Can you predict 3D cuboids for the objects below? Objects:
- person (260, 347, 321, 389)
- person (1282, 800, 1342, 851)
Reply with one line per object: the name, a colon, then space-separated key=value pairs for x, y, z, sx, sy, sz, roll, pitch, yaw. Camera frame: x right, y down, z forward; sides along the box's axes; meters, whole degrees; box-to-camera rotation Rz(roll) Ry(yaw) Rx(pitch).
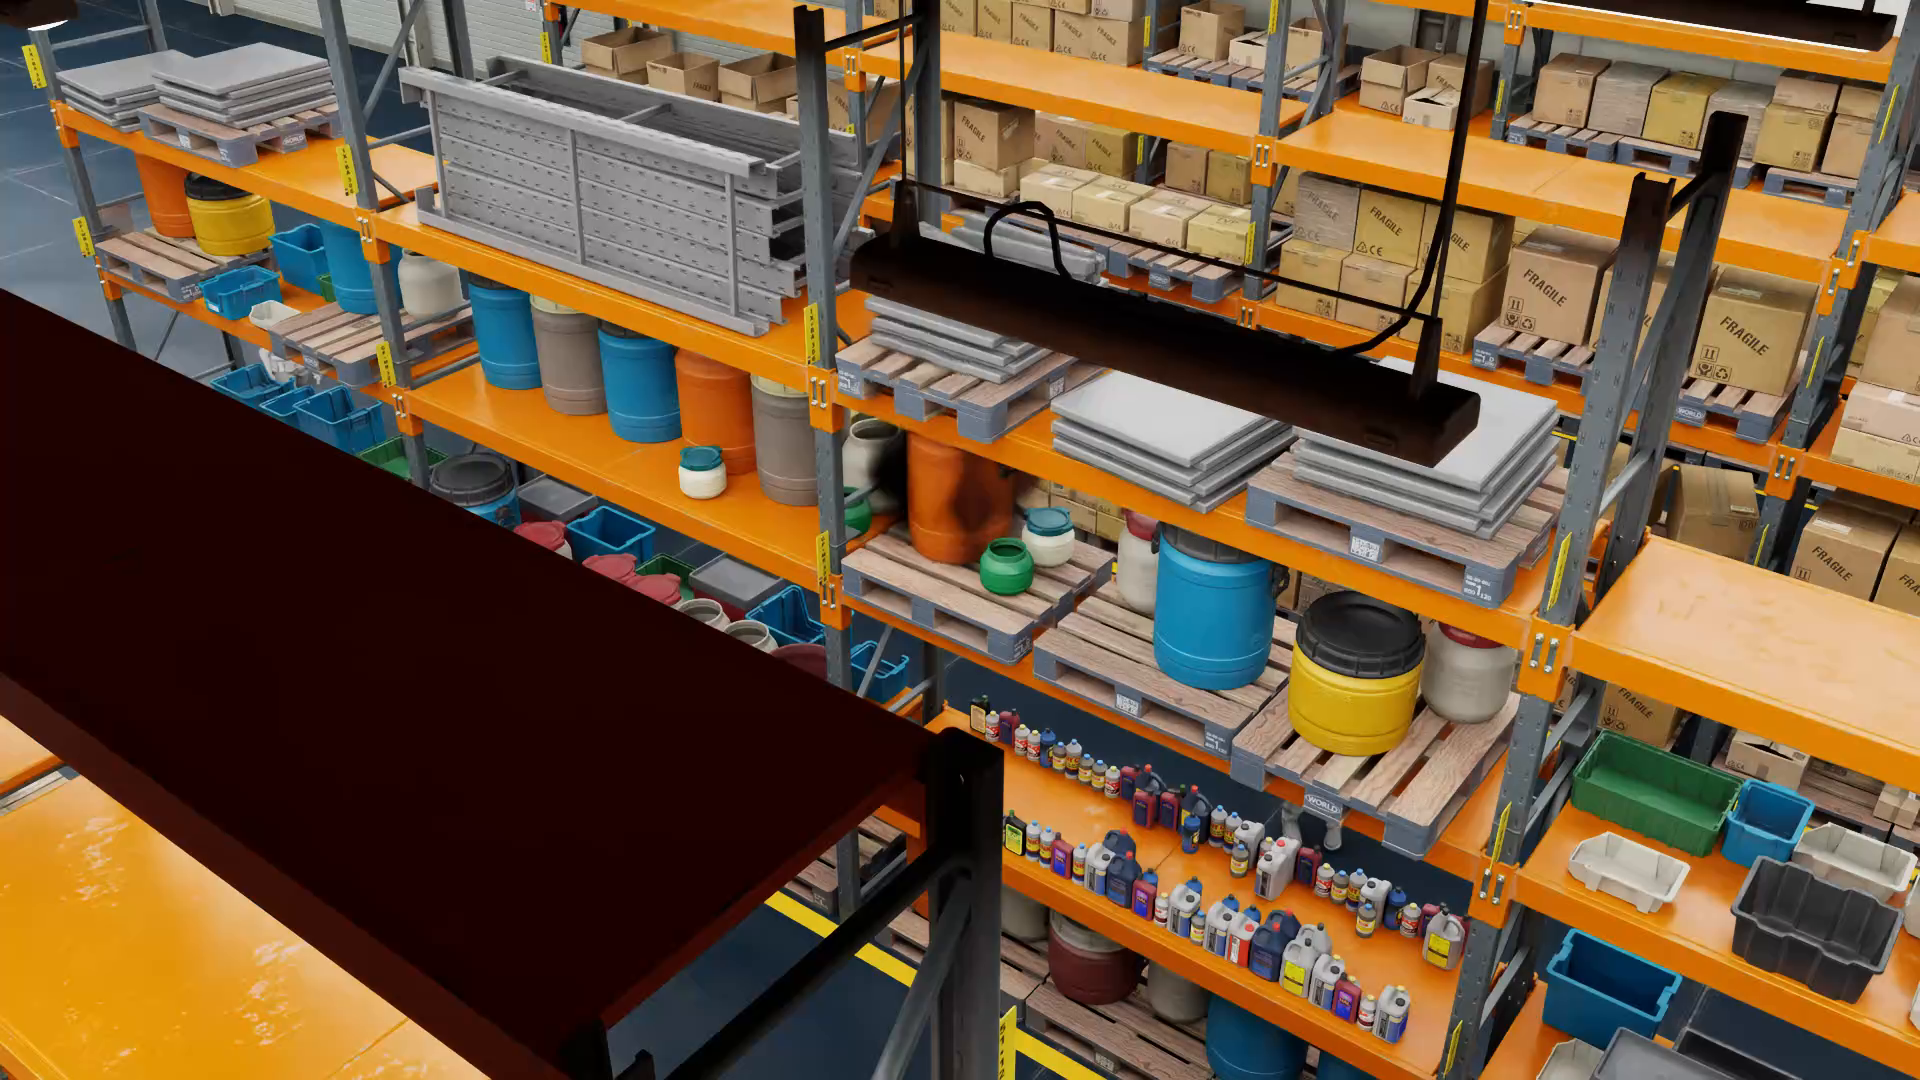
person: x=-6.562 y=-1.651 z=16.391 sx=0.493 sy=1.739 sz=0.538 roll=-22 pitch=38 yaw=-32
person: x=2.501 y=1.360 z=11.412 sx=0.533 sy=1.665 sz=0.440 roll=15 pitch=34 yaw=23
